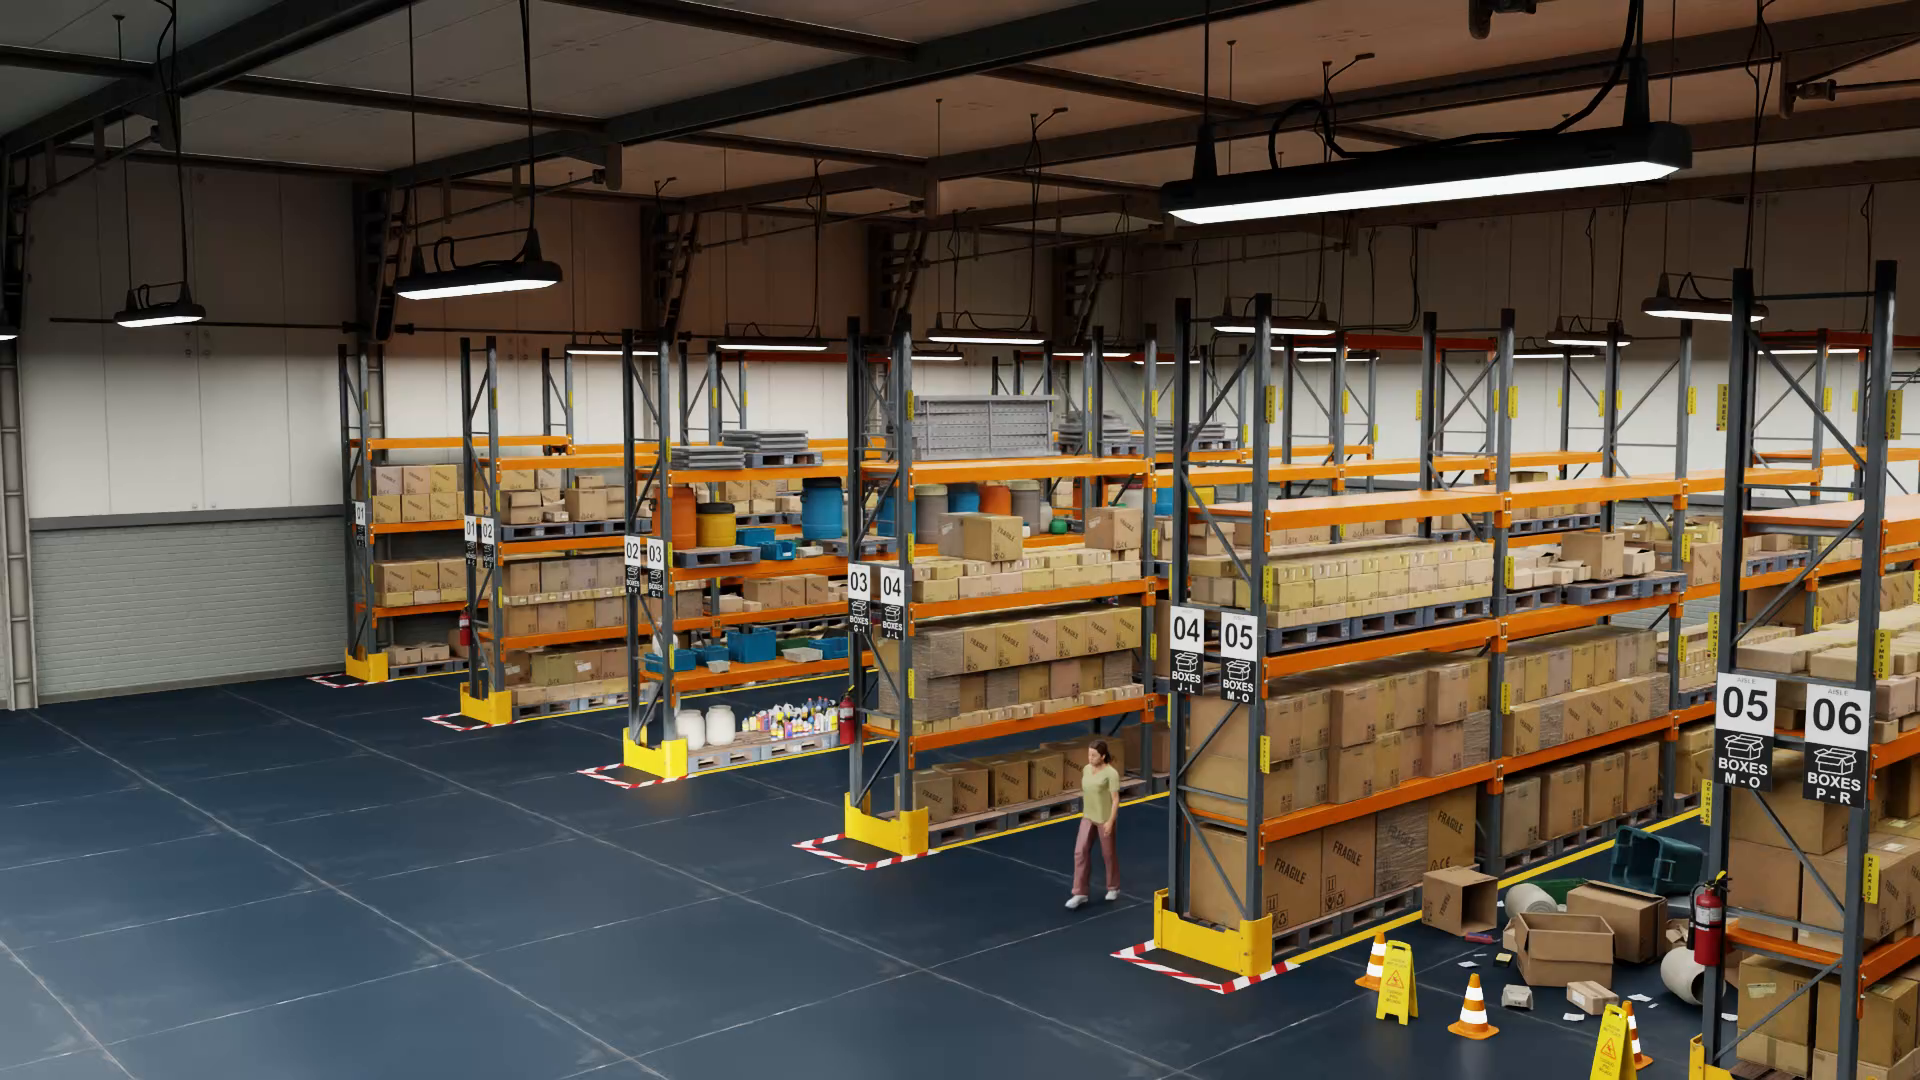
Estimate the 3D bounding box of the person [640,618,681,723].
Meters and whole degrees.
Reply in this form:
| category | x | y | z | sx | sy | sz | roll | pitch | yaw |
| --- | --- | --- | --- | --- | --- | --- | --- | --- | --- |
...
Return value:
| category | x | y | z | sx | sy | sz | roll | pitch | yaw |
| --- | --- | --- | --- | --- | --- | --- | --- | --- | --- |
| person | -4.654 | 2.011 | 25.976 | 0.507 | 1.613 | 0.978 | 0 | 5 | 4 |

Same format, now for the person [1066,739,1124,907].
| category | x | y | z | sx | sy | sz | roll | pitch | yaw |
| --- | --- | --- | --- | --- | --- | --- | --- | --- | --- |
| person | 1.387 | 2.832 | 16.753 | 0.708 | 1.667 | 0.497 | -5 | 7 | -43 |
